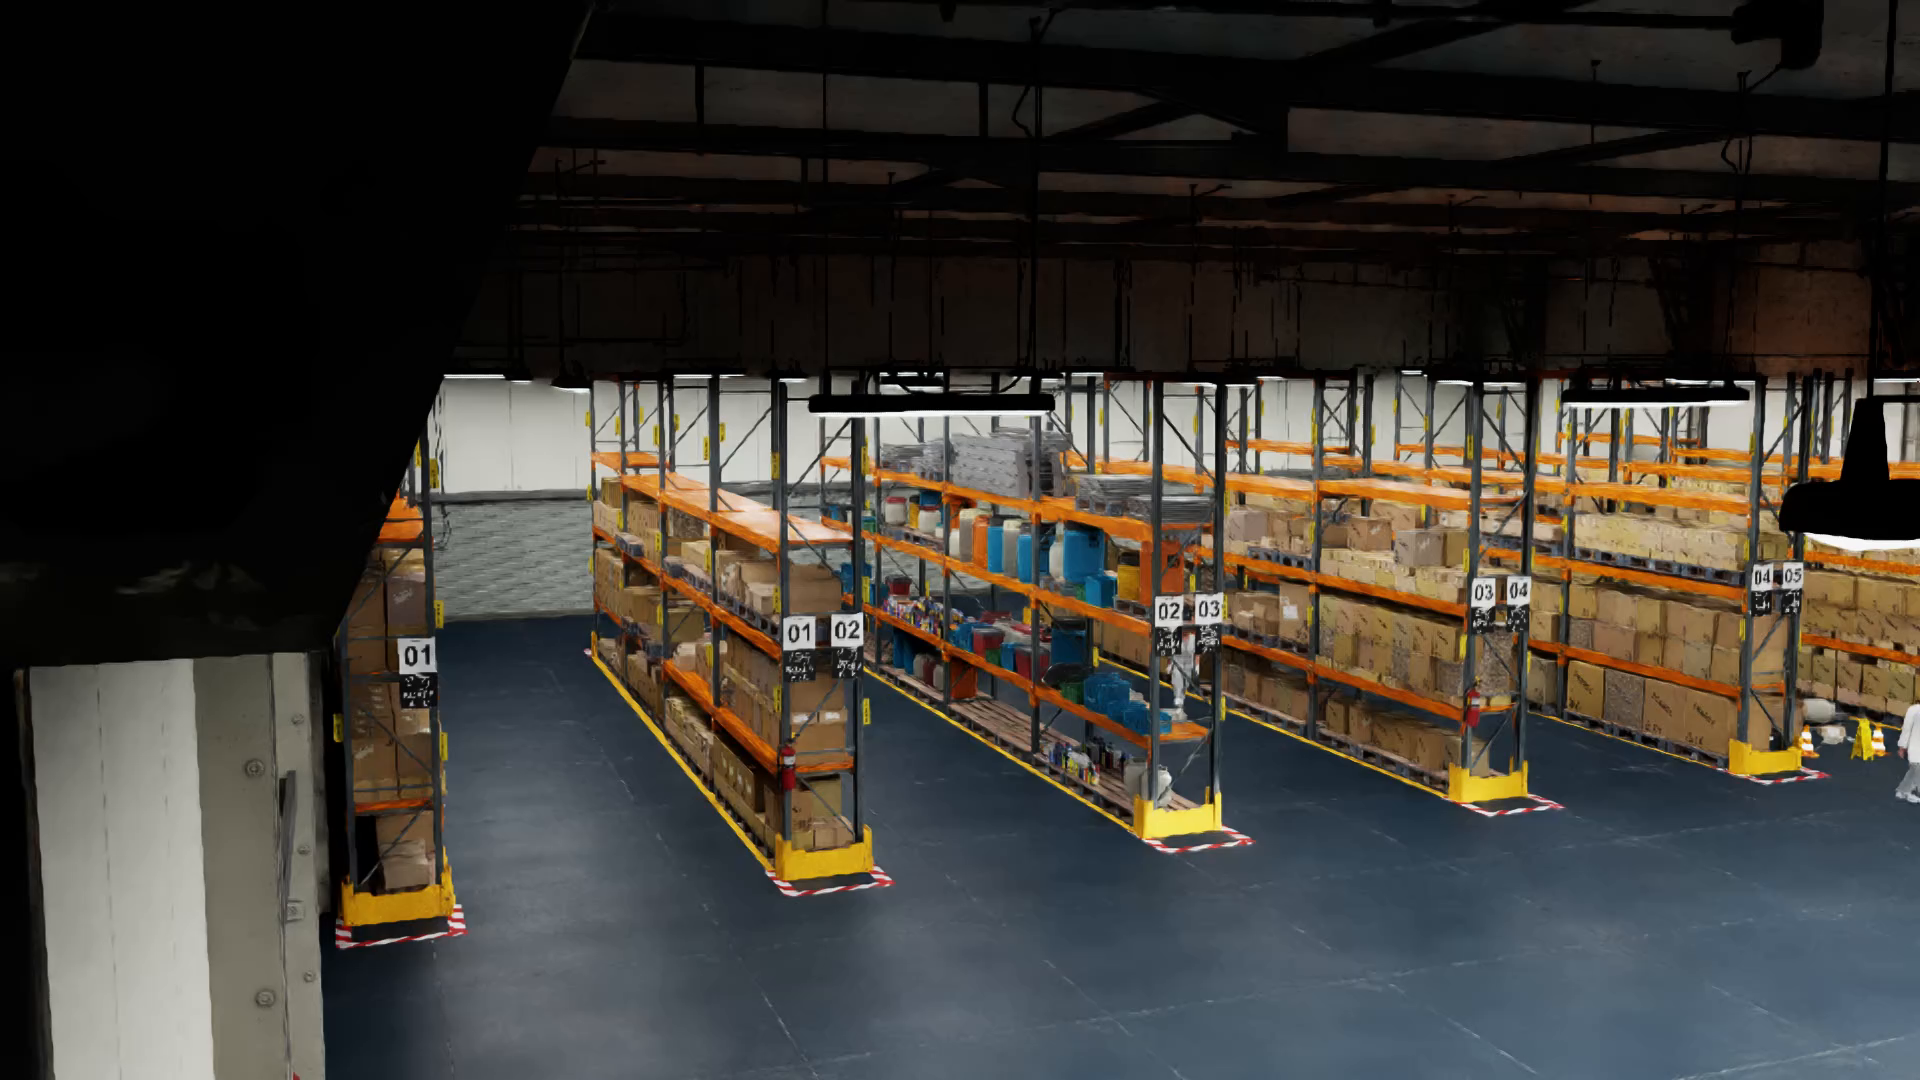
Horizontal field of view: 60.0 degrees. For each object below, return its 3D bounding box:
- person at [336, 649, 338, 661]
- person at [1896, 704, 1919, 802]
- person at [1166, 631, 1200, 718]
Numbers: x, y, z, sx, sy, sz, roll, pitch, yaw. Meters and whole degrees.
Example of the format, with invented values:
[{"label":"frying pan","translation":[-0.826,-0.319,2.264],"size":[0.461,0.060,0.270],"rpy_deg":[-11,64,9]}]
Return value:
[{"label":"person","translation":[-12.615,1.653,34.506],"size":[0.563,1.655,0.734],"rpy_deg":[2,7,17]},{"label":"person","translation":[13.437,2.886,23.118],"size":[0.573,1.716,1.102],"rpy_deg":[-1,7,-11]},{"label":"person","translation":[3.924,2.220,29.062],"size":[0.533,1.728,1.036],"rpy_deg":[-1,6,-11]}]
